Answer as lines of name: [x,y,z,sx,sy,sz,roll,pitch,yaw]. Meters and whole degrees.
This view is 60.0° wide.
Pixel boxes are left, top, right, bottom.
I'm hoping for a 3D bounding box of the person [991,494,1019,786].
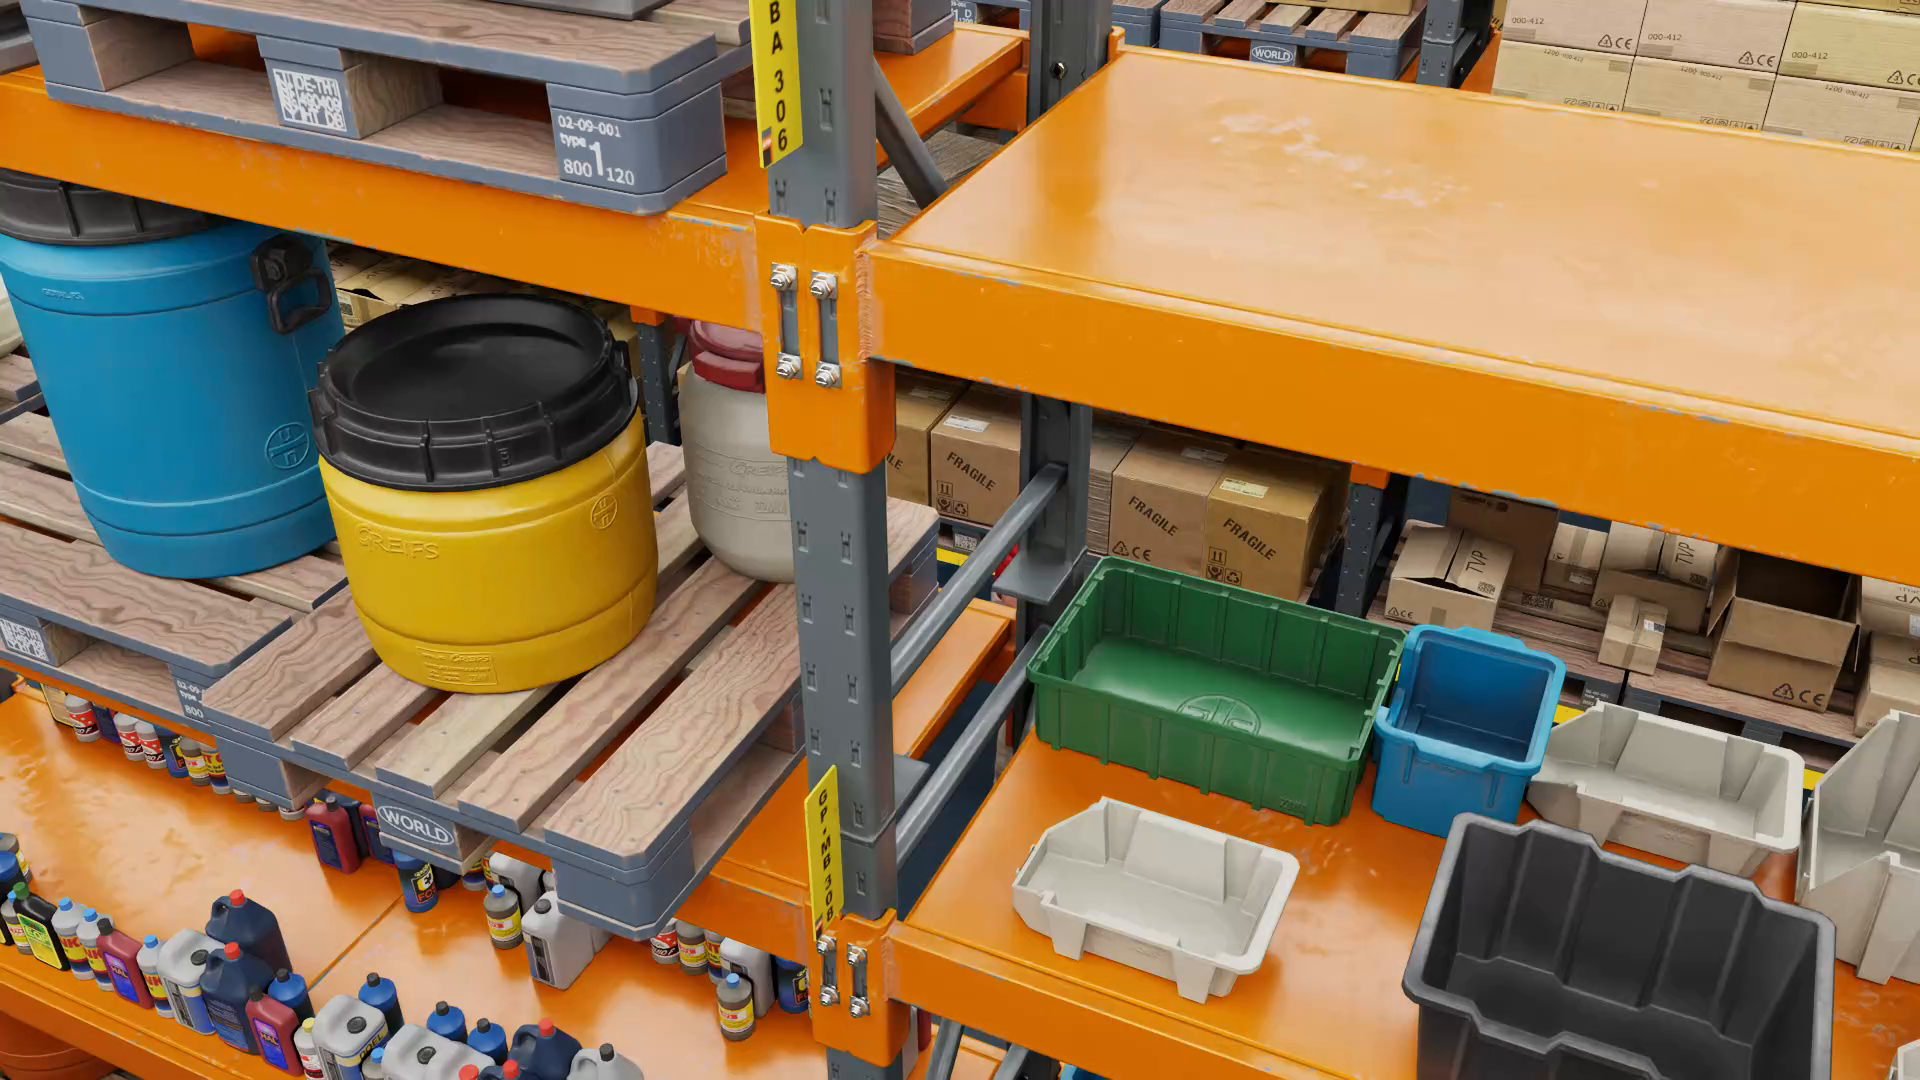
person: [0.338,0.333,6.992,0.384,1.728,0.603,13,36,18]
